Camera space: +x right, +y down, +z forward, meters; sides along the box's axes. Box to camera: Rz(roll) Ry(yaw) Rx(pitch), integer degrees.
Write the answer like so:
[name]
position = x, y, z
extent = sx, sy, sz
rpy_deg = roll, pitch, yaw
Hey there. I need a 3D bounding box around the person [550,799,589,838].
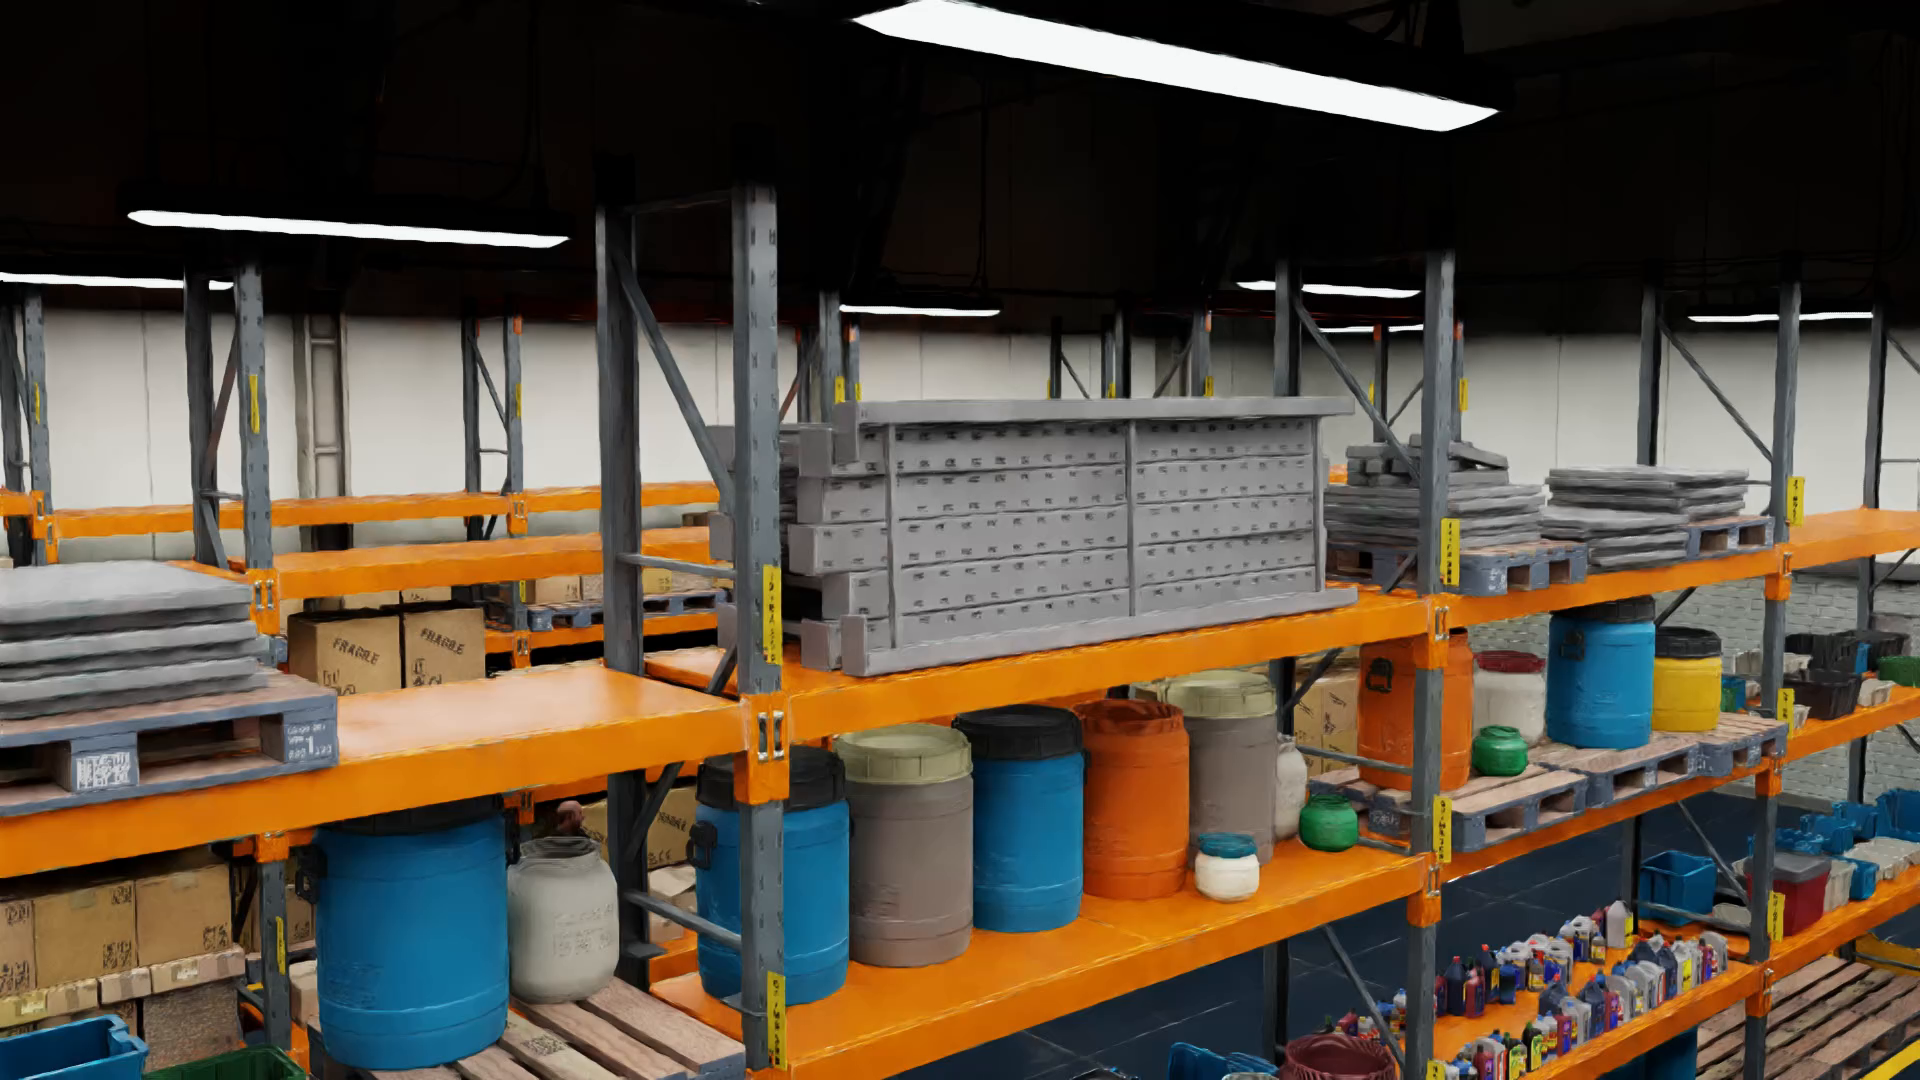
[person]
position = -3.210, 2.962, 13.745
extent = 0.364, 1.662, 0.584
rpy_deg = 2, 6, 20
